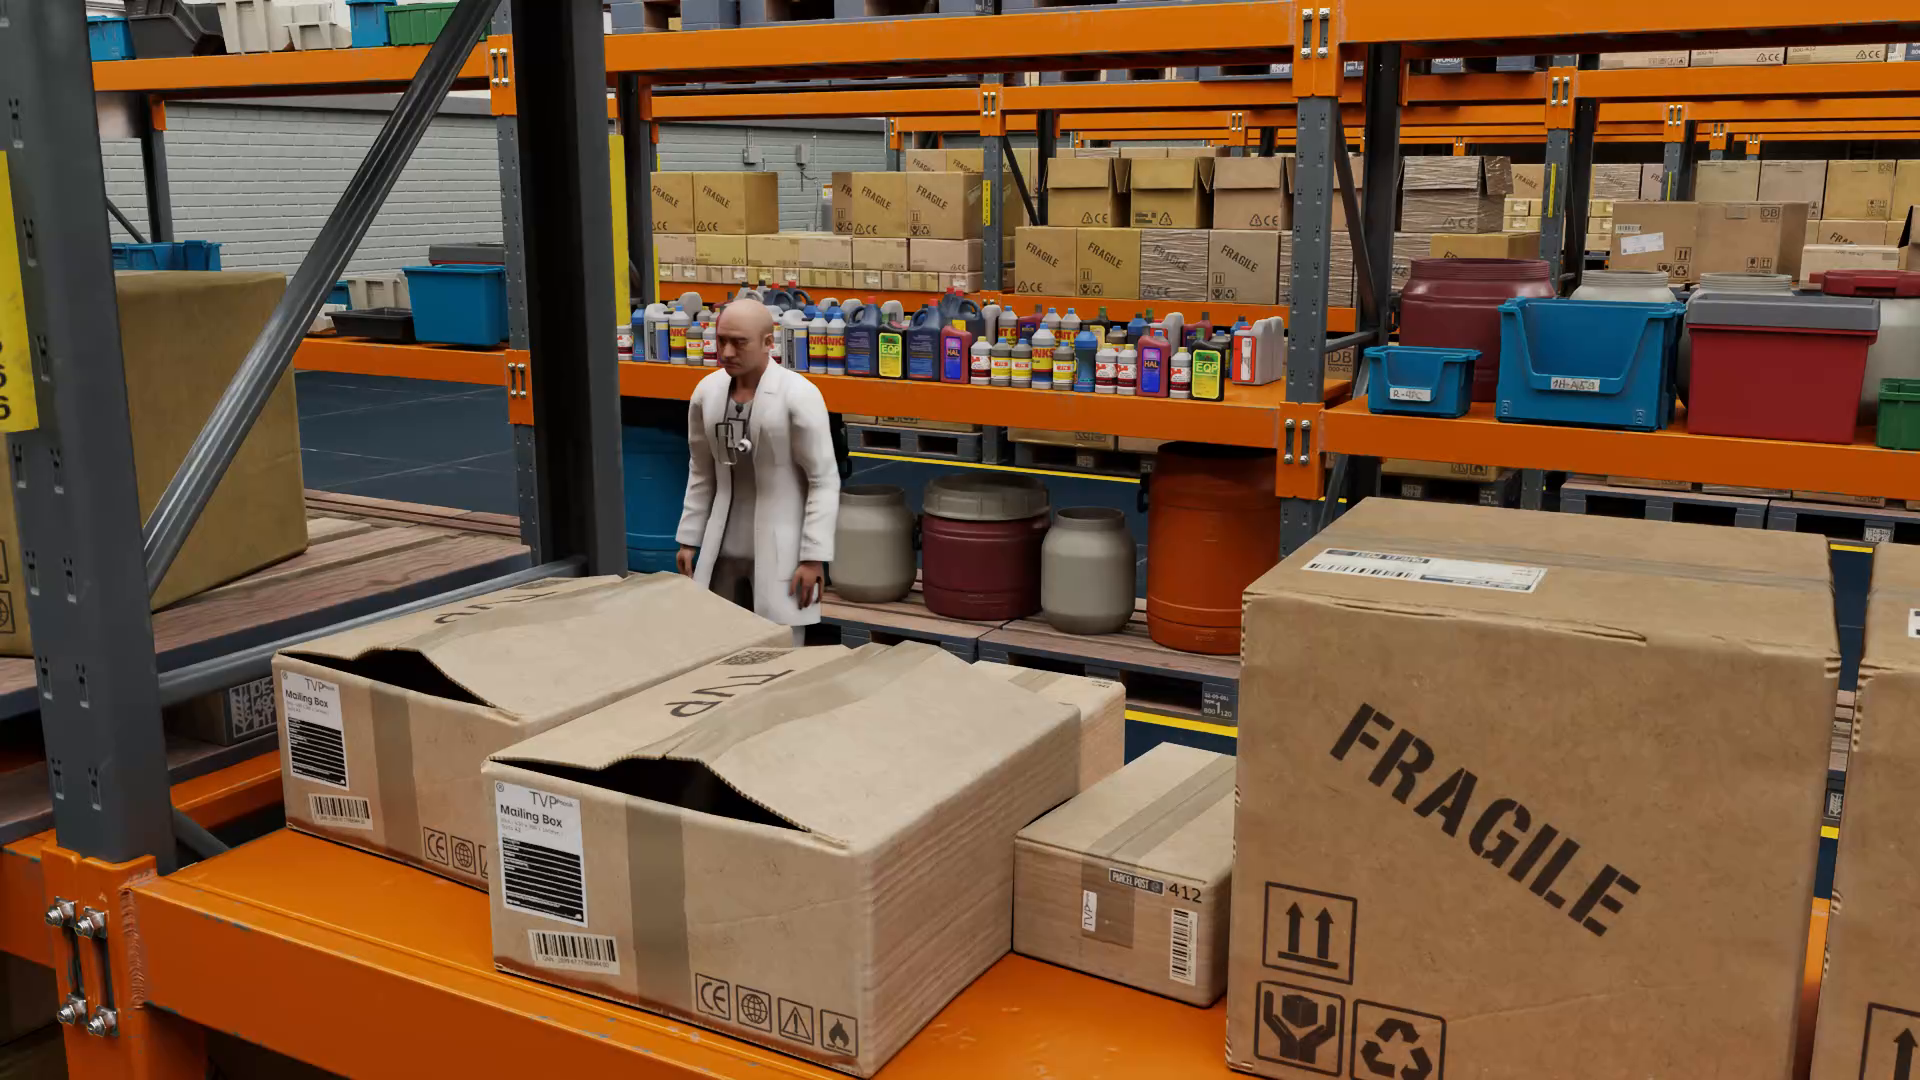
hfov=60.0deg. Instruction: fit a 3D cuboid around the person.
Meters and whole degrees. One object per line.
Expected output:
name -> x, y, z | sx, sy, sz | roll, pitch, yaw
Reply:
person -> -0.707, 0.056, 5.751 | 0.642, 1.774, 0.421 | 7, 14, 28
